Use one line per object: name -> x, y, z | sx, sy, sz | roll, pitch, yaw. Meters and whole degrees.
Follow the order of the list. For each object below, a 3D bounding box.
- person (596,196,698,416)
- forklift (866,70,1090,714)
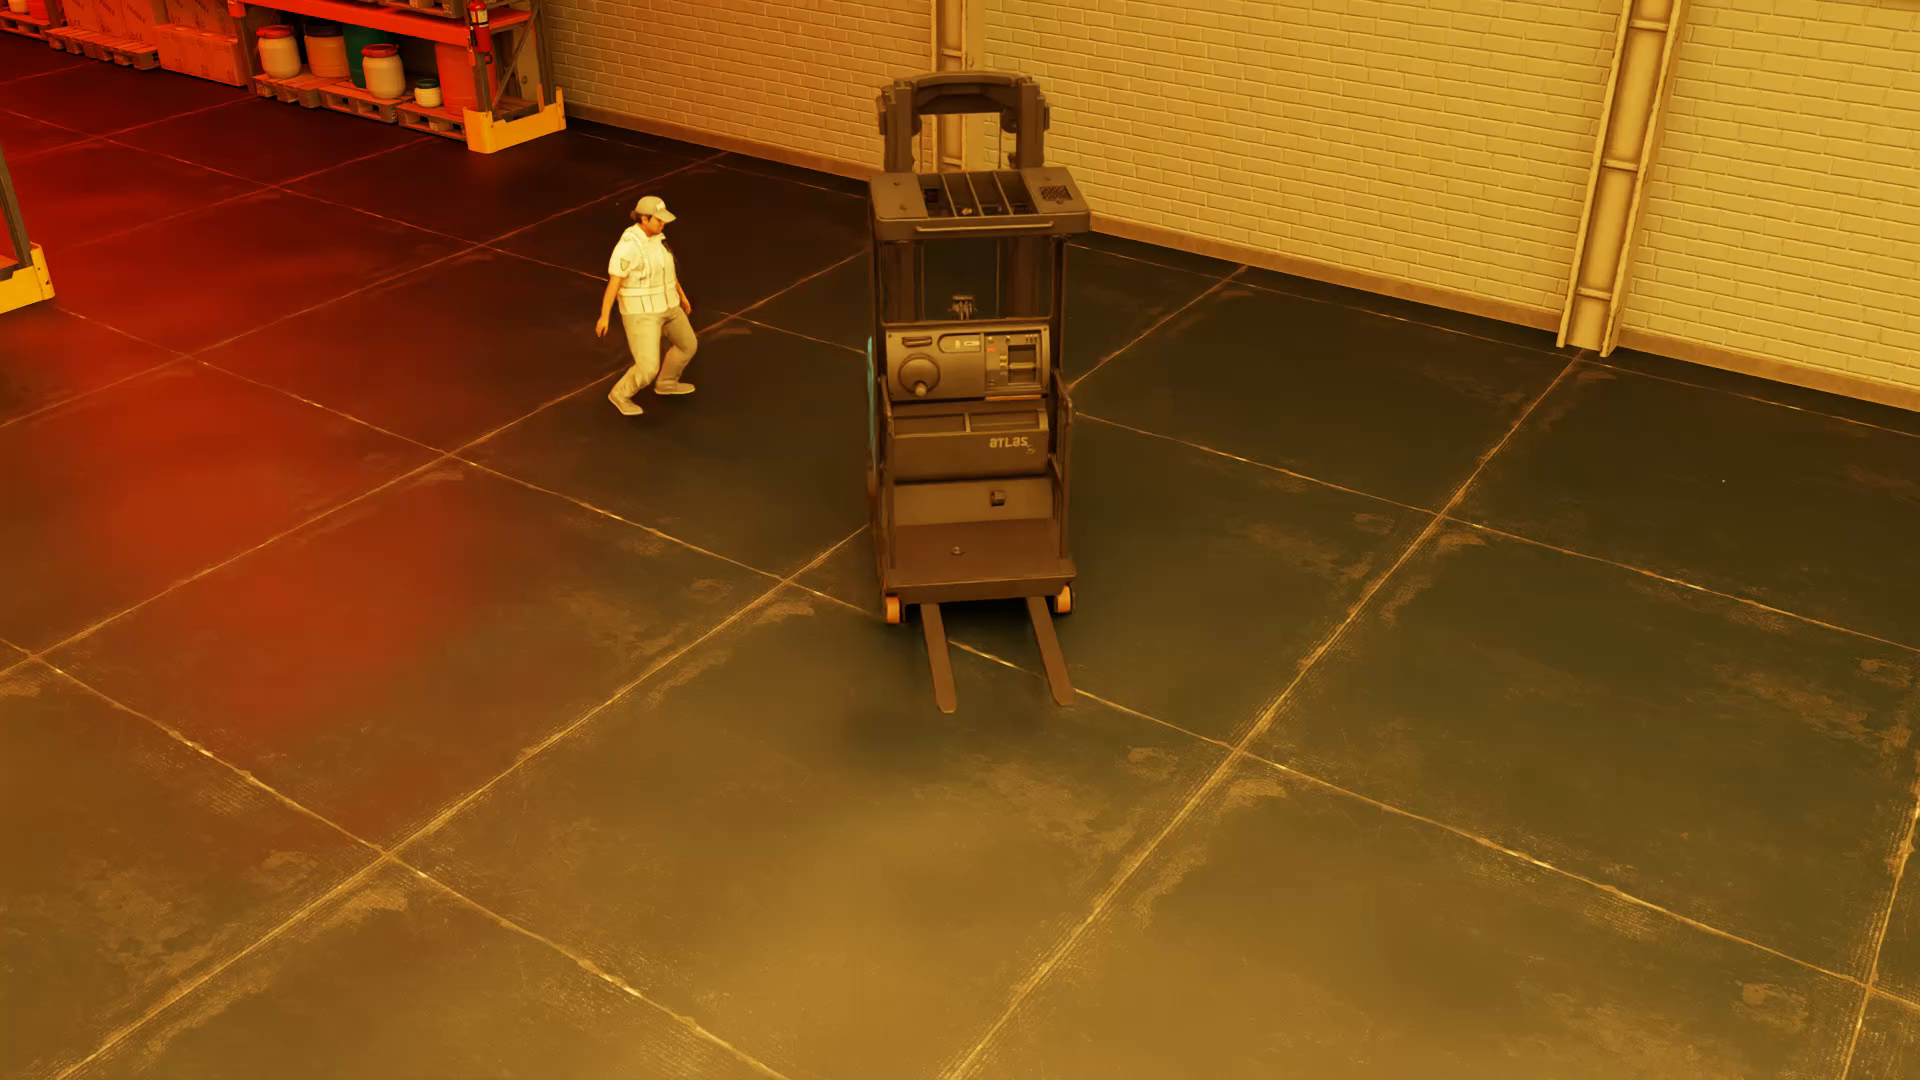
person -> -2.231, -1.643, 11.766 | 0.484, 1.588, 0.834 | 18, 35, 28
forklift -> 0.073, -0.963, 9.239 | 1.130, 2.935, 3.031 | -3, 30, -6
